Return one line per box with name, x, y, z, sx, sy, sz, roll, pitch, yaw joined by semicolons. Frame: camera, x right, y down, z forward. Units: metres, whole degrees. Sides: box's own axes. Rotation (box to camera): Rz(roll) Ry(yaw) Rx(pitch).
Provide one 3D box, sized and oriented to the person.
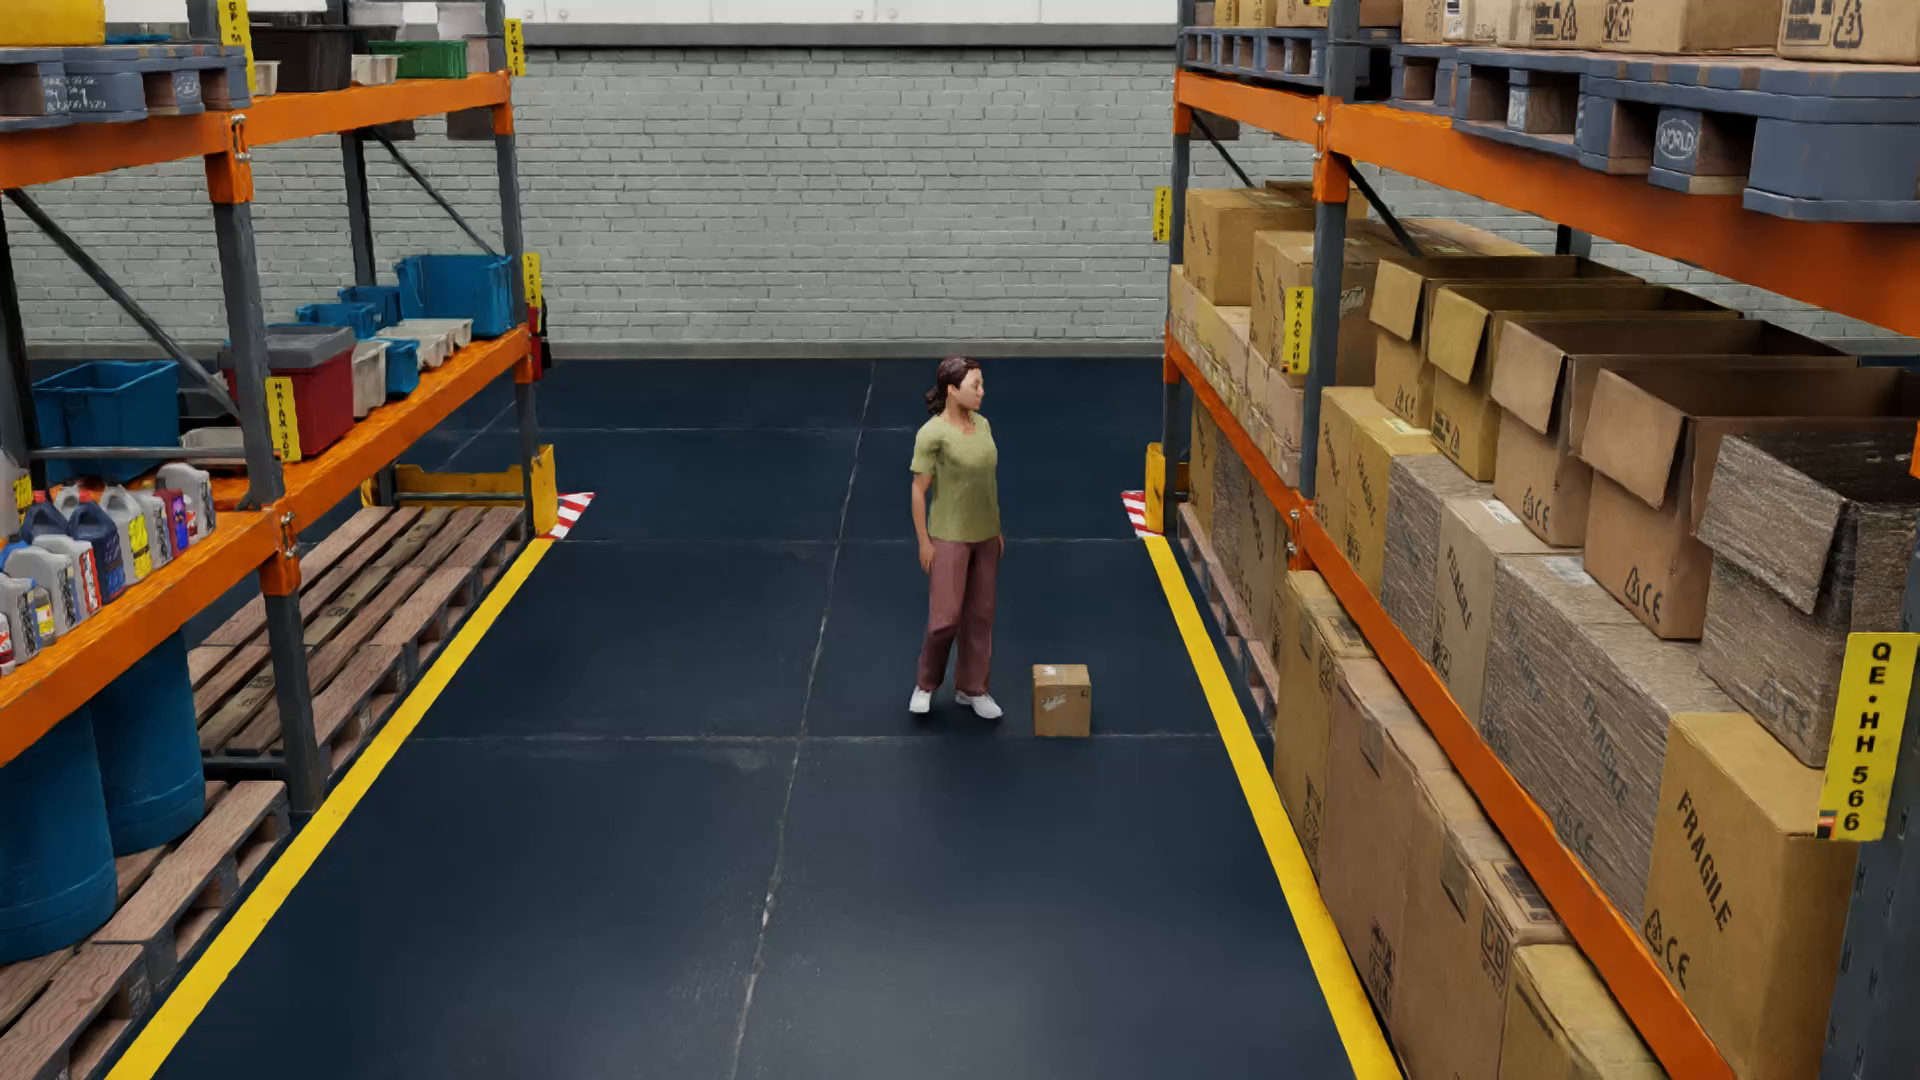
person;-0.010;0.002;7.504;0.525;1.677;0.396;-14;22;-37
